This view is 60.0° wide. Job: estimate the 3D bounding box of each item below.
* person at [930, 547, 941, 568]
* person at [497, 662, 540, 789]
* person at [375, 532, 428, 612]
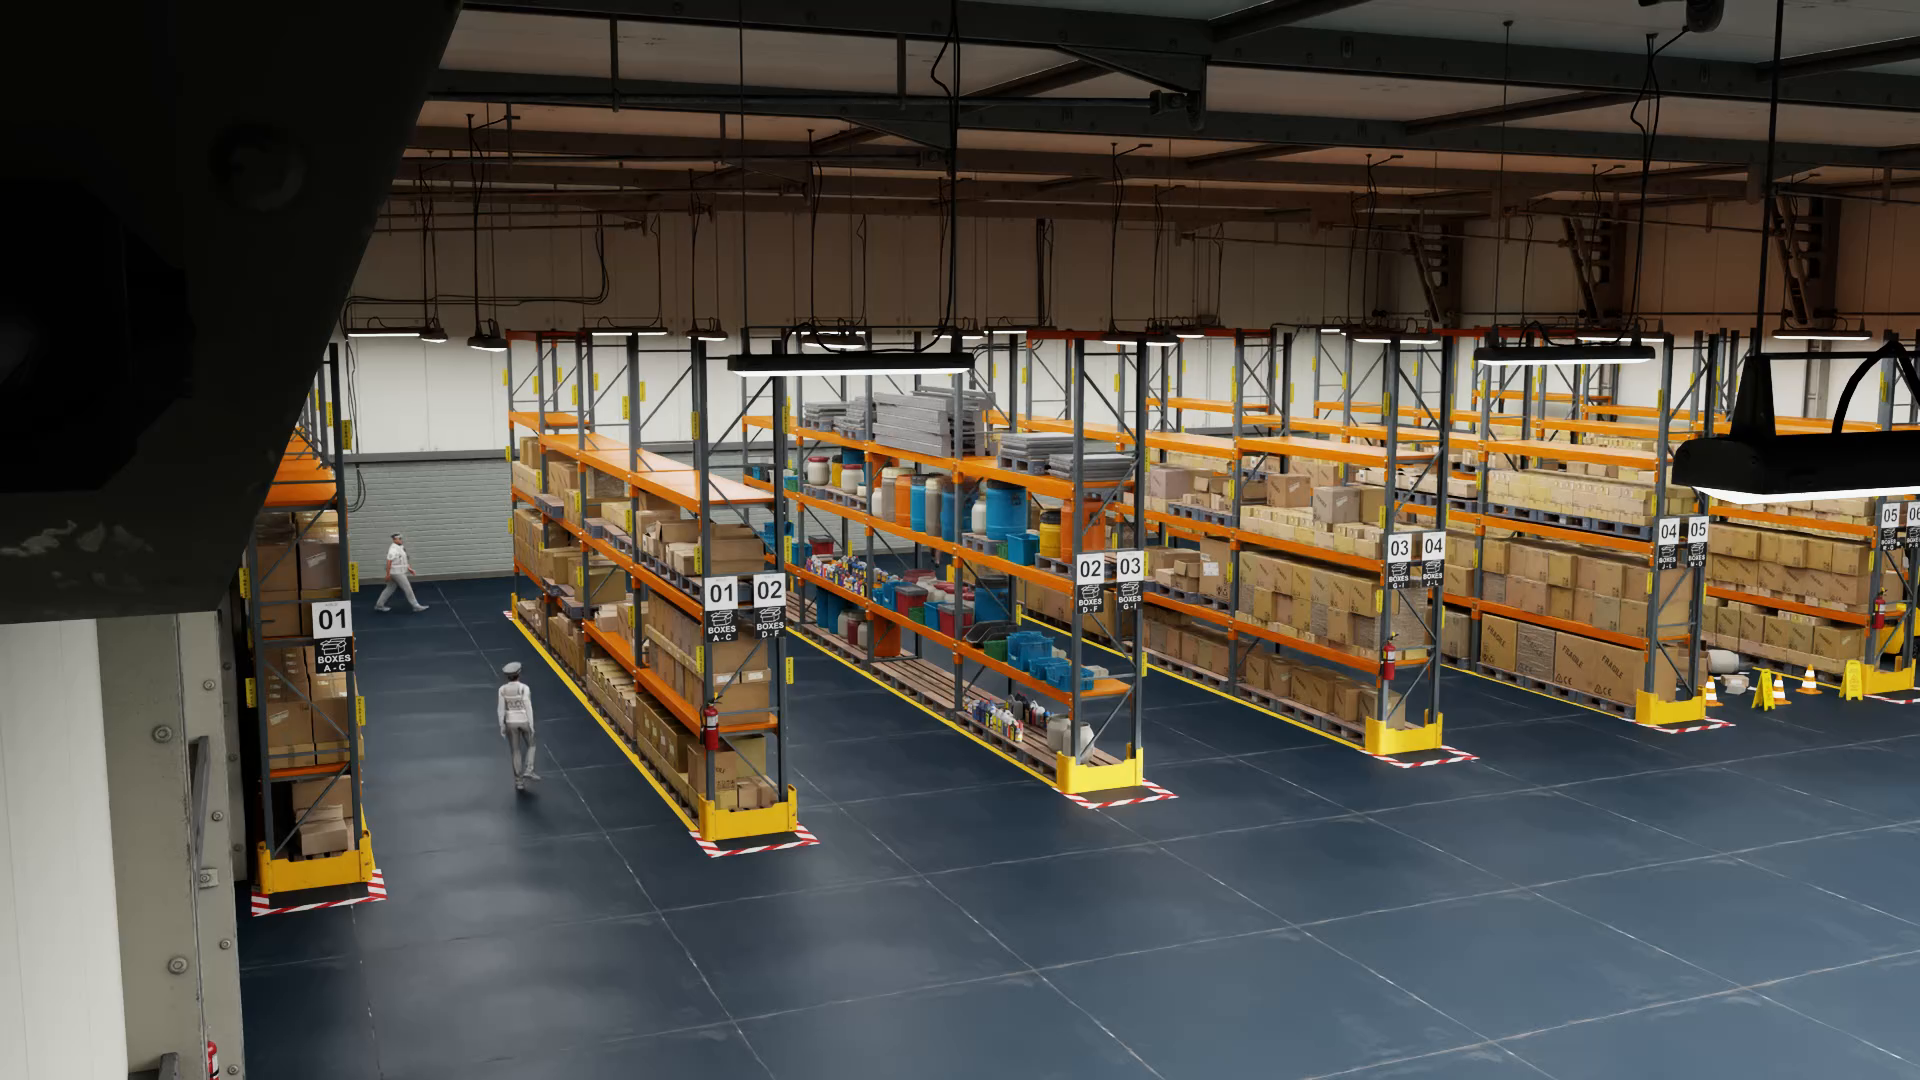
[{"bbox_3d":[-0.612,-0.170,41.648,0.553,1.670,1.090,1,8,9],"label":"person"},{"bbox_3d":[-5.914,2.479,22.252,0.527,1.676,0.487,-2,8,-13],"label":"person"},{"bbox_3d":[-11.883,0.667,35.300,1.084,1.707,0.528,-2,8,-16],"label":"person"}]
